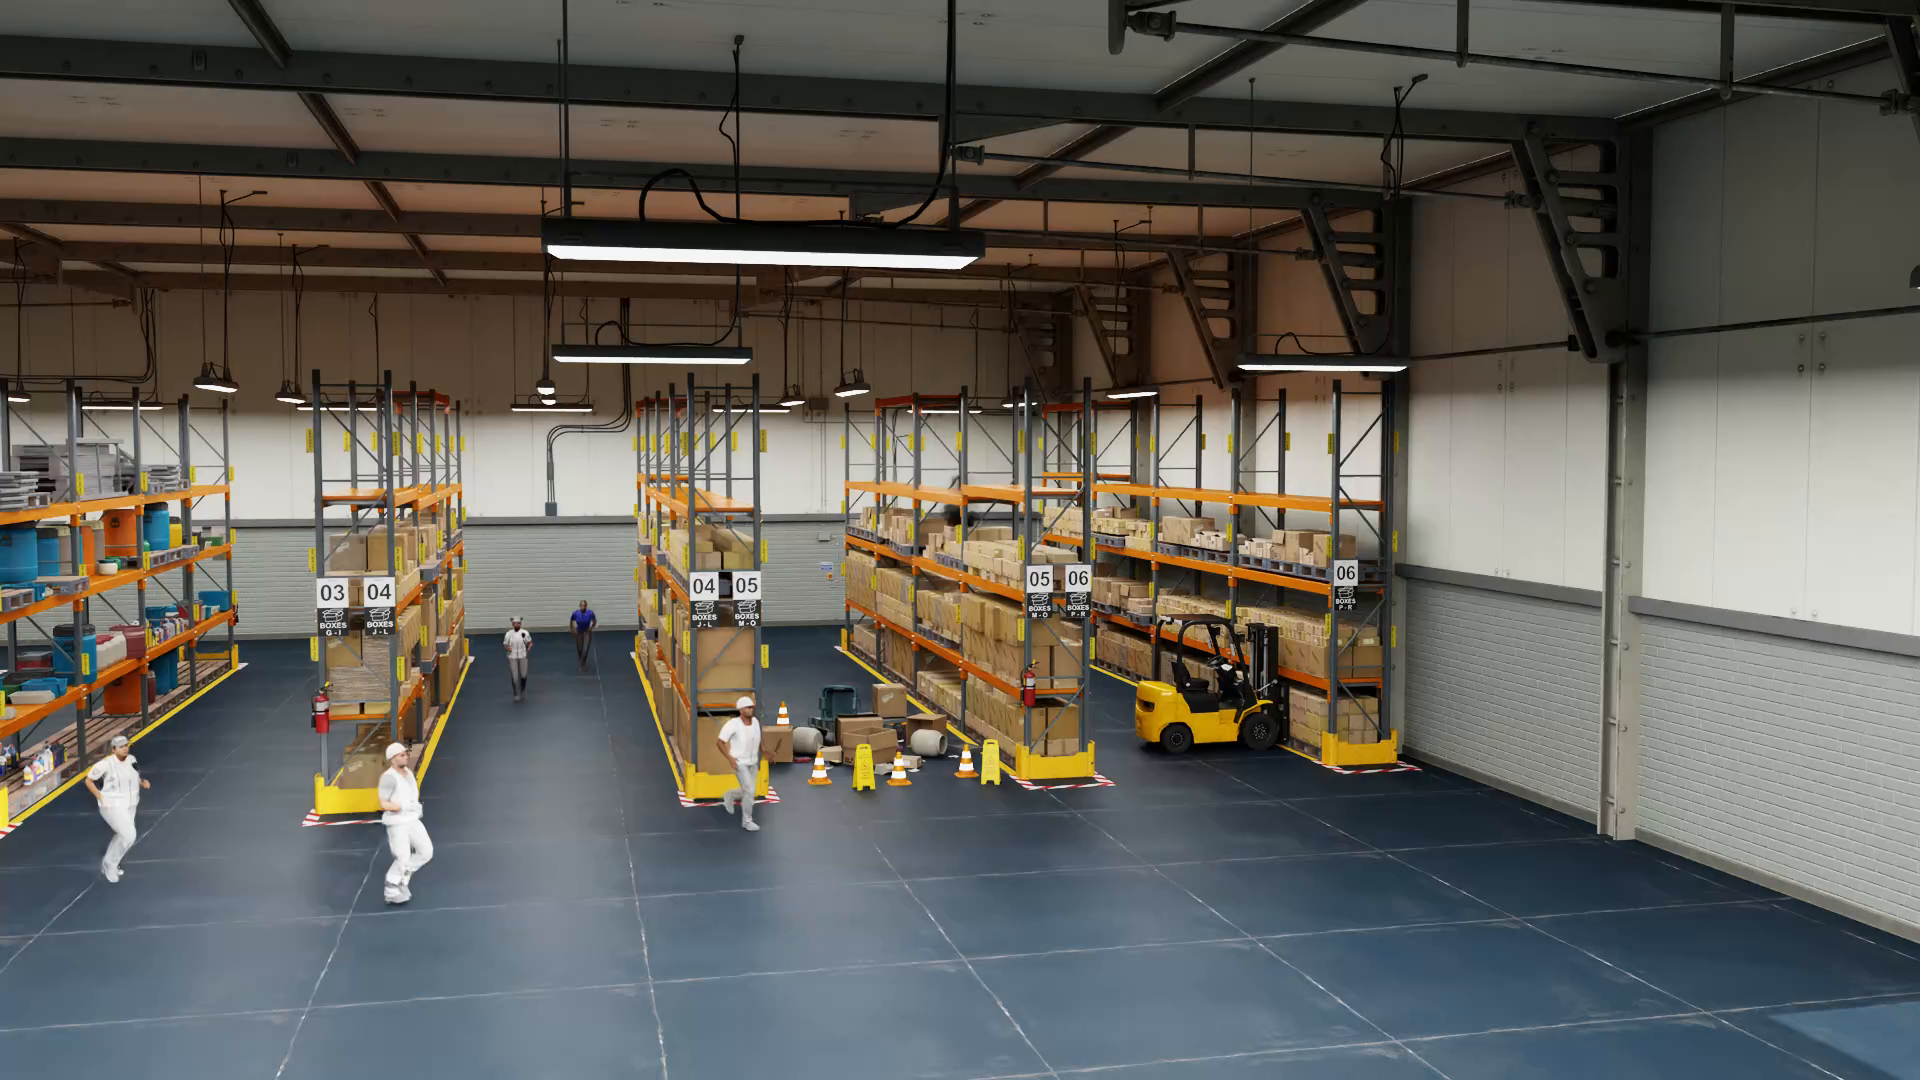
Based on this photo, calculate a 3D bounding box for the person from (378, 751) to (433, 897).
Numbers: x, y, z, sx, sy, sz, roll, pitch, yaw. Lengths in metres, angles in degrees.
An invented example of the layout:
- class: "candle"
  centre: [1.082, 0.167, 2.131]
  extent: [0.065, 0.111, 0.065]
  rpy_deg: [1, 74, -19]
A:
- class: "person"
  centre: [-6.027, 3.063, 18.052]
  extent: [0.527, 1.642, 0.641]
  rpy_deg: [1, 3, 18]

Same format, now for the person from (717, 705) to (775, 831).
- class: "person"
  centre: [-2.888, 2.912, 21.703]
  extent: [0.753, 1.683, 0.685]
  rpy_deg: [3, 4, 37]

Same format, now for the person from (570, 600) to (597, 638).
- class: "person"
  centre: [-8.306, 1.747, 36.687]
  extent: [0.567, 0.854, 0.480]
  rpy_deg: [-1, 3, -18]

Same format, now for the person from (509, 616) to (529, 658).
- class: "person"
  centre: [-8.601, 1.887, 32.338]
  extent: [0.395, 0.841, 0.329]
  rpy_deg: [-1, 3, -16]

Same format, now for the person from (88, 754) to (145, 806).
- class: "person"
  centre: [-9.665, 2.748, 19.125]
  extent: [0.452, 0.594, 0.554]
  rpy_deg: [1, 3, 19]
